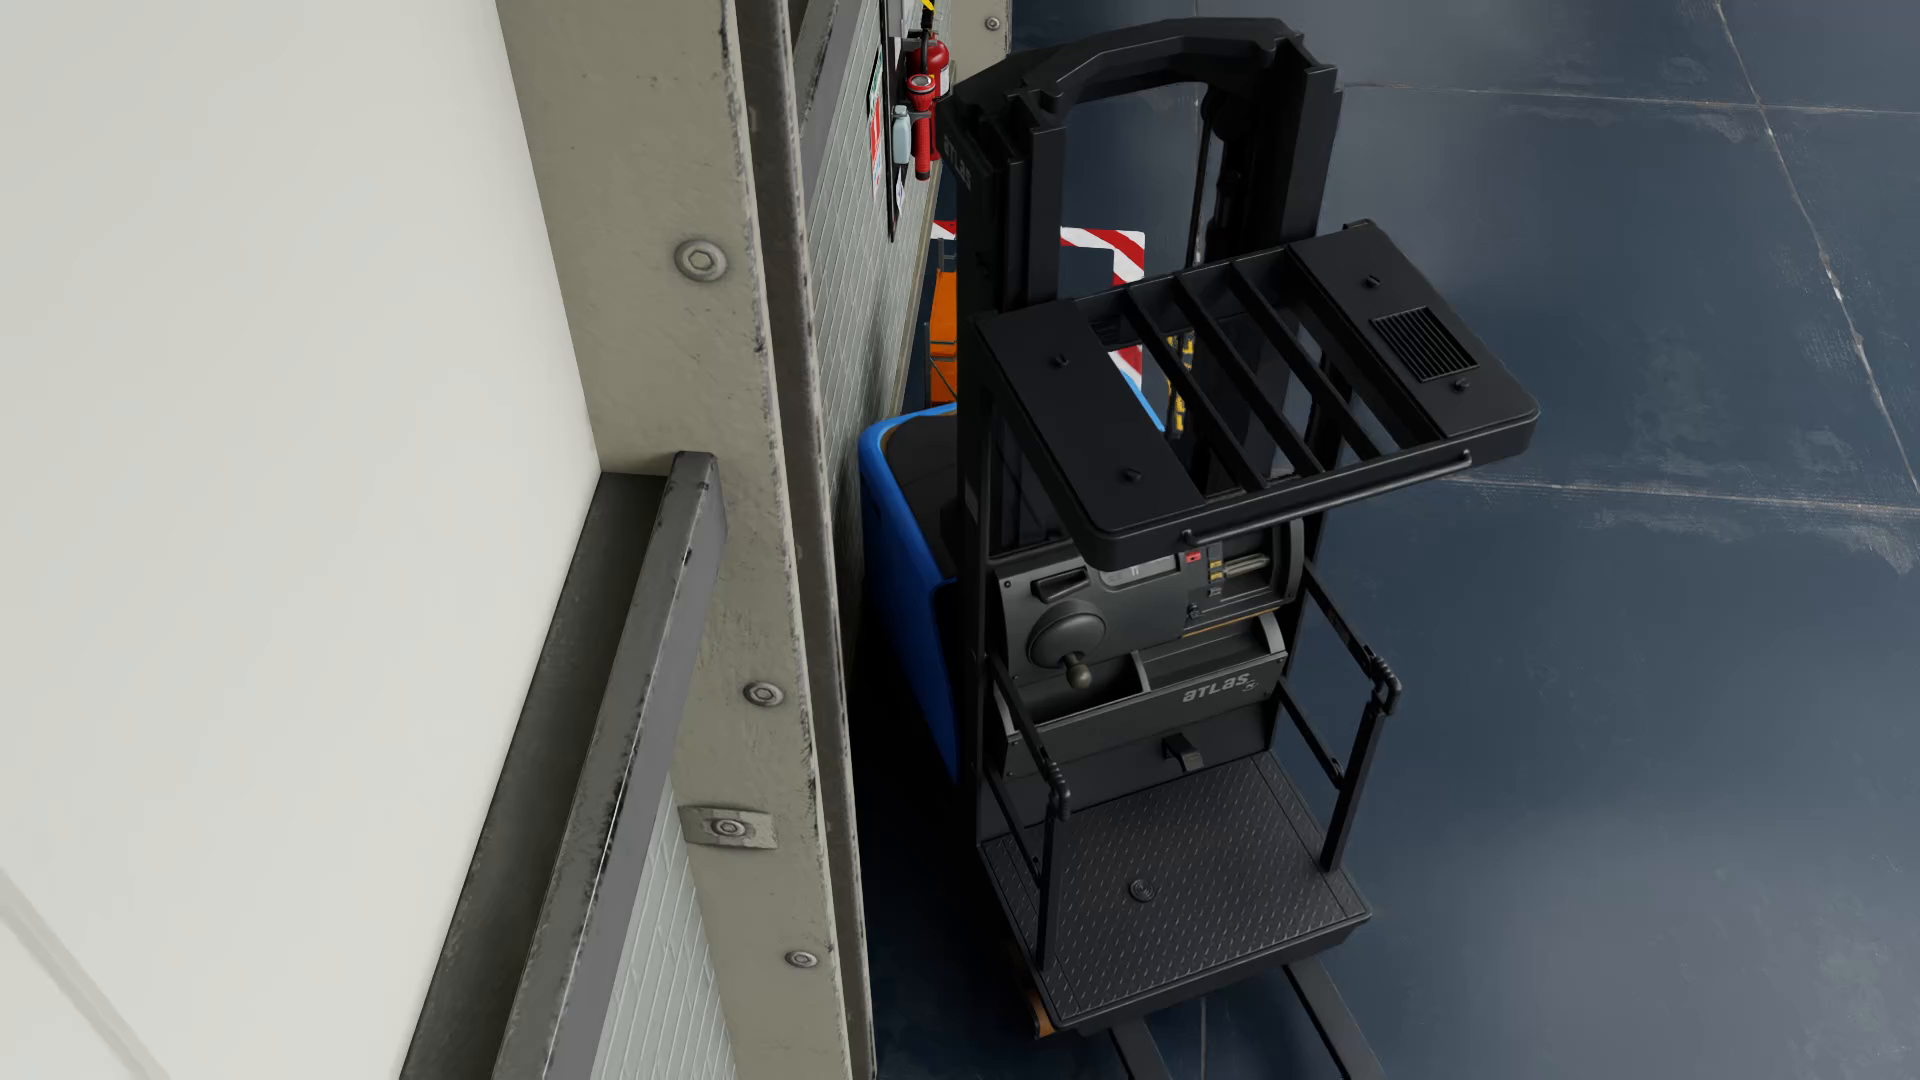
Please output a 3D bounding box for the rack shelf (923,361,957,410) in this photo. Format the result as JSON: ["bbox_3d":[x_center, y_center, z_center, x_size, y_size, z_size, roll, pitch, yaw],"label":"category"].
[{"bbox_3d":[0.015,-0.632,6.329,0.258,0.148,0.480,4,48,4],"label":"rack shelf"}]

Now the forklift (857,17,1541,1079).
[{"bbox_3d":[0.627,0.240,4.570,1.130,2.935,3.031,-16,49,-14],"label":"forklift"}]

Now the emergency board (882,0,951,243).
[{"bbox_3d":[-0.150,-1.808,6.397,0.194,1.169,0.643,4,48,4],"label":"emergency board"}]

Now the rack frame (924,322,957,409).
[{"bbox_3d":[-0.007,-0.347,6.280,0.240,1.200,0.015,4,48,4],"label":"rack frame"}]

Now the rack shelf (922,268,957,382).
[{"bbox_3d":[0.015,-0.792,6.154,0.258,0.148,0.480,4,48,4],"label":"rack shelf"}]

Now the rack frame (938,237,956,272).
[{"bbox_3d":[0.037,-0.706,6.608,0.240,1.200,0.015,4,48,4],"label":"rack frame"}]

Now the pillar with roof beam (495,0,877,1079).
[{"bbox_3d":[3.854,-0.948,1.545,9.100,9.000,0.400,4,48,4],"label":"pillar with roof beam"}]

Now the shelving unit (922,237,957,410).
[{"bbox_3d":[0.015,-0.527,6.444,0.258,1.200,0.503,4,48,4],"label":"shelving unit"}]

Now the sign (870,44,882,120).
[{"bbox_3d":[-0.294,-1.603,5.826,0.001,0.109,0.331,4,48,4],"label":"sign"}]

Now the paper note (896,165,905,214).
[{"bbox_3d":[-0.235,-1.386,6.607,0.016,0.148,0.142,4,48,4],"label":"paper note"}]

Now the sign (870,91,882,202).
[{"bbox_3d":[-0.303,-1.421,6.019,0.001,0.329,0.234,4,48,4],"label":"sign"}]

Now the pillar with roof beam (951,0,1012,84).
[{"bbox_3d":[4.401,-5.357,5.577,9.100,9.000,0.400,4,48,4],"label":"pillar with roof beam"}]
